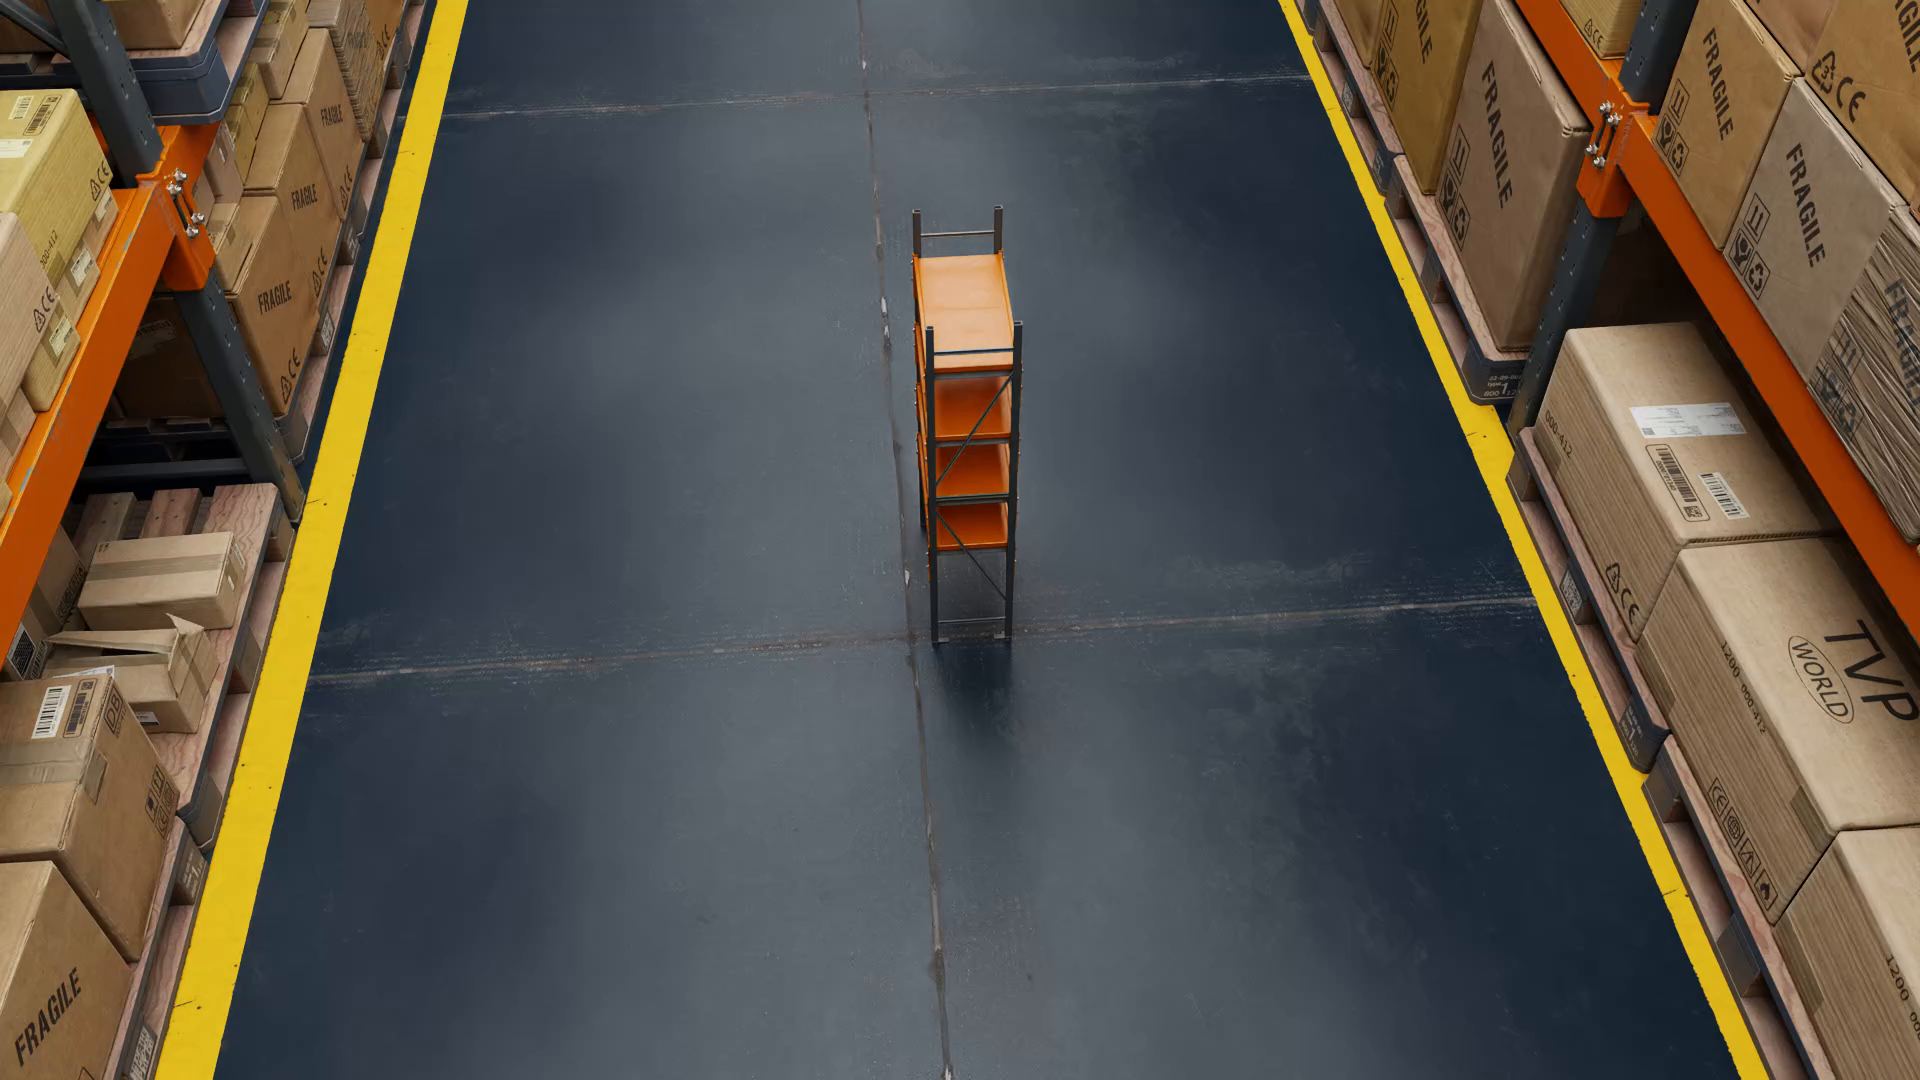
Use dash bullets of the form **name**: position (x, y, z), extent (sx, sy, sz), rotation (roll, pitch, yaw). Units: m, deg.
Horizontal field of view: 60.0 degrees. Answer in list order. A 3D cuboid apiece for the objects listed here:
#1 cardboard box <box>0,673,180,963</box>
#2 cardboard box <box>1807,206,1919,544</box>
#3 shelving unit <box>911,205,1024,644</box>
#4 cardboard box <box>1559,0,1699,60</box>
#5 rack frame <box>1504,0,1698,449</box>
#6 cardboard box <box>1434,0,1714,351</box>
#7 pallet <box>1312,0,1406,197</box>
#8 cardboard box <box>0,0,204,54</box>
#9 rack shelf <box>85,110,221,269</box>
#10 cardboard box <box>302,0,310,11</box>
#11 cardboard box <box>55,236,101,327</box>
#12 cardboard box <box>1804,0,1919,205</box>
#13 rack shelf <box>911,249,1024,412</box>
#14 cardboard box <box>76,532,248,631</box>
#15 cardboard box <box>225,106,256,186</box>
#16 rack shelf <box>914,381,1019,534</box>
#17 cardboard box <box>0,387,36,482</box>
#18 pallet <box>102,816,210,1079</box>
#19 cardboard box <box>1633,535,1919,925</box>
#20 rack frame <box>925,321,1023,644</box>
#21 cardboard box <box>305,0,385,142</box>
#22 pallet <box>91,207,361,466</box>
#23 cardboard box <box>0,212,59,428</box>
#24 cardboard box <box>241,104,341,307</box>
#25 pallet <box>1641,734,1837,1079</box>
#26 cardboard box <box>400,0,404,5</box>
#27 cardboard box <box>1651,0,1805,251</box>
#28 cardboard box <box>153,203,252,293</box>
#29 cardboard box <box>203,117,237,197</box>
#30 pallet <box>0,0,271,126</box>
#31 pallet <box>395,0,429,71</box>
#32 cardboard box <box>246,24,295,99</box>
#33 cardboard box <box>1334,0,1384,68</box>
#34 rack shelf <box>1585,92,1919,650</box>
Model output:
- **cardboard box**: position (-2.347, 0.695, 3.958), extent (0.700, 0.500, 0.500), rotation (-5, 47, -5)
- **cardboard box**: position (2.192, -0.353, 3.449), extent (0.500, 0.500, 0.500), rotation (-3, 47, -3)
- **shelving unit**: position (0.014, -0.293, 4.701), extent (0.258, 1.200, 0.503), rotation (-3, 47, -3)
- **cardboard box**: position (2.051, -1.656, 4.856), extent (0.500, 0.250, 0.500), rotation (-4, 47, -4)
- **rack frame**: position (2.340, -1.398, 4.508), extent (1.000, 3.000, 0.127), rotation (-3, 47, -3)
- **cardboard box**: position (2.208, -1.256, 5.547), extent (0.875, 0.875, 0.875), rotation (-2, 47, -2)
- **pallet**: position (2.095, -1.878, 6.883), extent (1.003, 0.211, 1.213), rotation (-3, 47, -3)
- **cardboard box**: position (-2.423, -1.636, 4.376), extent (0.700, 0.500, 0.500), rotation (-2, 47, -2)
- **rack shelf**: position (-2.773, -2.293, 5.852), extent (1.077, 0.370, 4.000), rotation (-3, 47, -3)
- **cardboard box**: position (-2.594, -2.012, 6.075), extent (0.380, 0.149, 0.250), rotation (-3, 47, -3)
- **cardboard box**: position (-2.284, -0.605, 3.930), extent (0.380, 0.149, 0.250), rotation (-2, 47, -2)
- **cardboard box**: position (2.175, -1.051, 3.422), extent (0.500, 0.500, 0.500), rotation (-4, 47, -4)
- **rack shelf**: position (0.014, -0.563, 4.416), extent (0.258, 0.148, 0.480), rotation (-3, 47, -3)
- **cardboard box**: position (-2.267, 0.127, 4.738), extent (0.380, 0.149, 0.250), rotation (-5, 47, -4)
- **cardboard box**: position (-2.504, -1.258, 5.361), extent (0.380, 0.149, 0.250), rotation (-6, 47, -5)
- **rack shelf**: position (0.014, -0.247, 4.750), extent (0.258, 0.148, 0.480), rotation (-3, 47, -3)
- **cardboard box**: position (-2.243, -0.227, 3.572), extent (0.380, 0.149, 0.250), rotation (-2, 47, -2)
- **pallet**: position (-2.444, 1.247, 3.924), extent (1.003, 0.211, 1.213), rotation (-3, 47, -3)
- **cardboard box**: position (2.361, 0.447, 4.236), extent (0.875, 0.438, 0.875), rotation (-5, 47, -4)
- **rack frame**: position (0.034, -0.116, 4.534), extent (0.240, 1.200, 0.015), rotation (-3, 47, -3)
- **cardboard box**: position (-2.551, -1.864, 6.382), extent (0.500, 0.500, 0.500), rotation (-5, 47, -5)
- **pallet**: position (-2.712, -0.721, 5.788), extent (1.003, 0.211, 1.213), rotation (-3, 47, -3)
- **cardboard box**: position (-2.263, -0.429, 3.489), extent (0.500, 0.250, 0.500), rotation (-3, 47, -3)
- **cardboard box**: position (-2.476, -1.127, 5.684), extent (0.500, 0.500, 0.500), rotation (-4, 47, -4)
- **pallet**: position (2.431, 1.000, 4.157), extent (1.003, 0.211, 1.213), rotation (-3, 47, -3)
- **cardboard box**: position (-2.660, -2.617, 7.095), extent (0.500, 0.500, 0.500), rotation (-4, 47, -4)
- **cardboard box**: position (2.118, -1.077, 4.135), extent (0.500, 0.500, 0.500), rotation (-2, 47, -2)
- **cardboard box**: position (-2.371, -0.877, 5.001), extent (0.380, 0.149, 0.250), rotation (-1, 47, -1)
- **cardboard box**: position (-2.440, -1.165, 5.068), extent (0.380, 0.149, 0.250), rotation (-6, 47, -5)
- **pallet**: position (-2.564, -1.613, 4.844), extent (1.003, 0.211, 1.213), rotation (-3, 47, -3)
- **pallet**: position (-2.916, -2.486, 7.460), extent (1.003, 0.211, 1.213), rotation (-3, 47, -3)
- **cardboard box**: position (-2.524, -1.639, 5.722), extent (0.380, 0.149, 0.250), rotation (-4, 47, -3)
- **cardboard box**: position (2.051, -2.556, 6.779), extent (0.875, 0.875, 0.875), rotation (-3, 47, -3)
- **rack shelf**: position (2.508, 0.296, 3.399), extent (1.077, 0.370, 4.000), rotation (-3, 47, -3)
